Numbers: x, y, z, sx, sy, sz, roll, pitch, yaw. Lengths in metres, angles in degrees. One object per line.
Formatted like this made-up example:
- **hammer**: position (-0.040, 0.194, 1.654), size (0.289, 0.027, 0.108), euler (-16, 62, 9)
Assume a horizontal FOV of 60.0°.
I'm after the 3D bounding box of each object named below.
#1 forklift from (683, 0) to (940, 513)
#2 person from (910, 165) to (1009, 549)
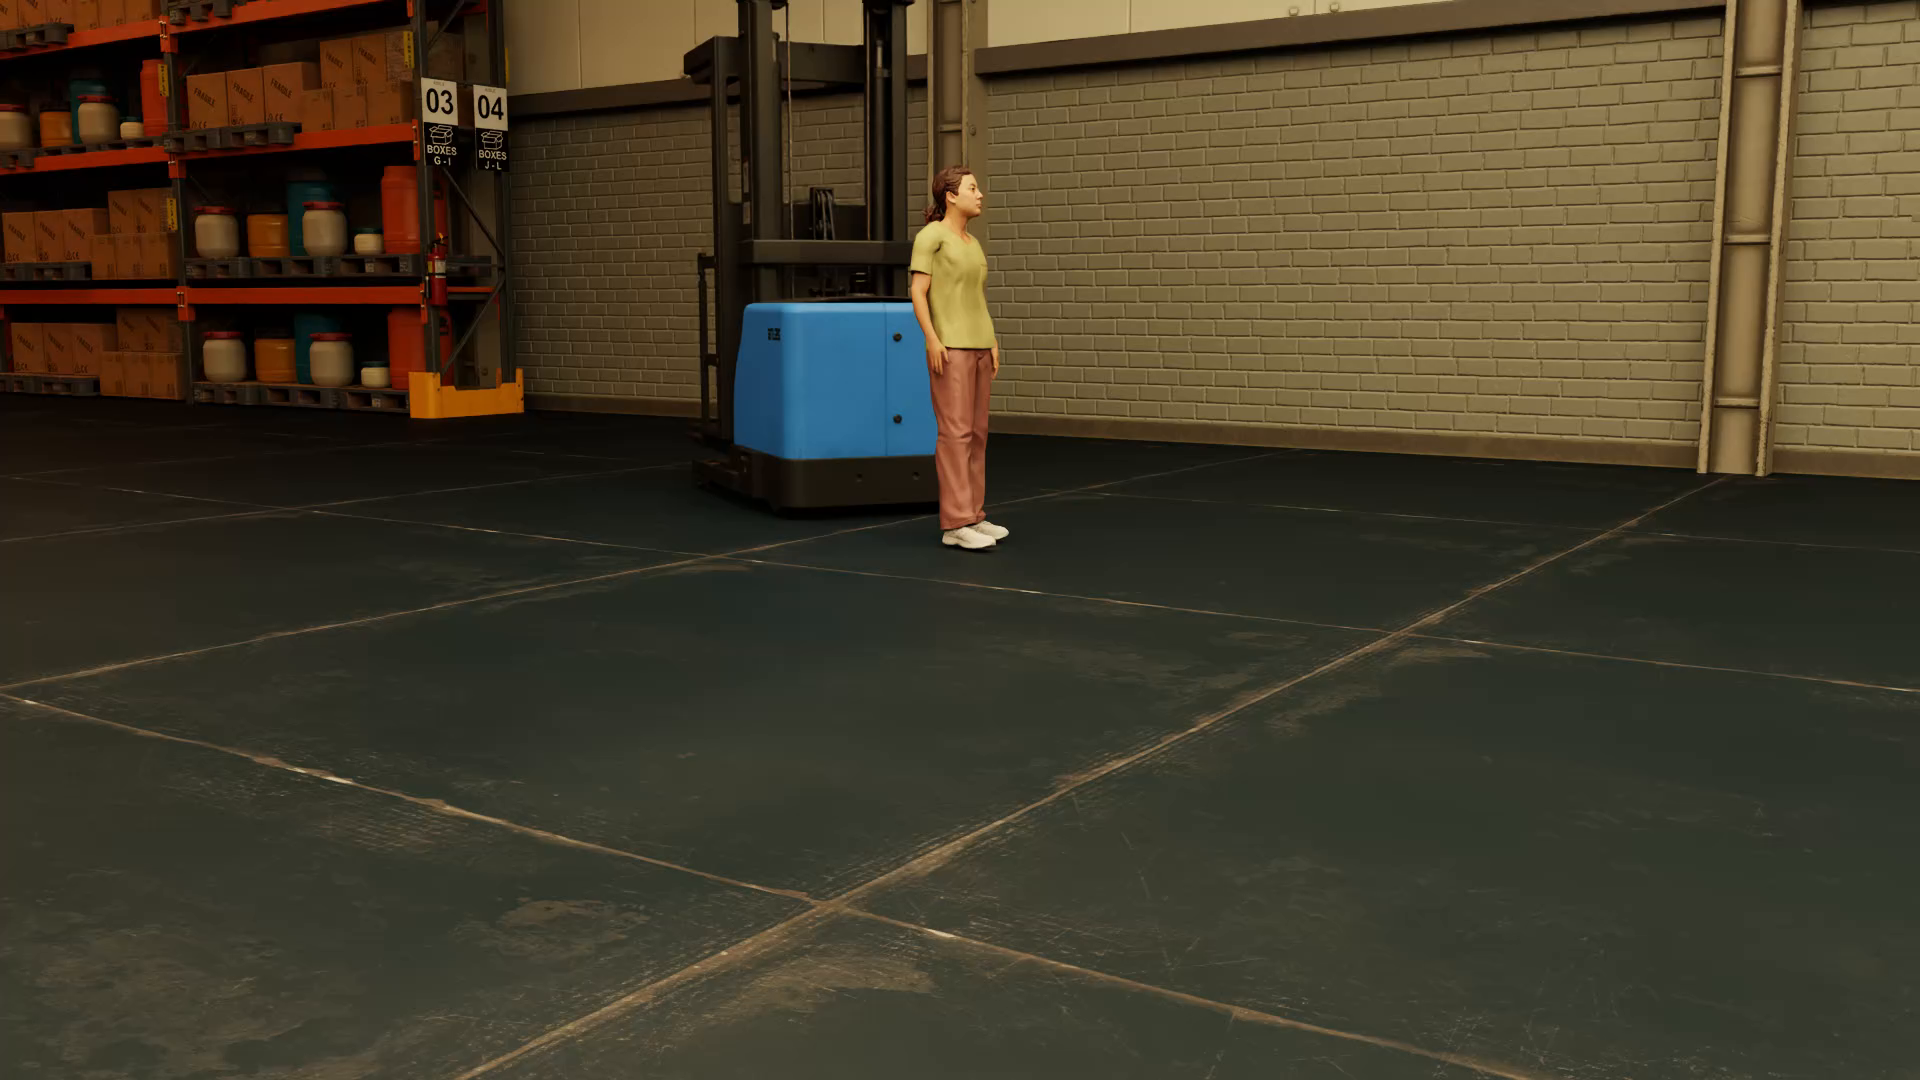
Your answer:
- **forklift**: position (-0.935, -1.757, 9.552), size (1.130, 2.935, 3.031), euler (-3, 9, -22)
- **person**: position (0.055, -0.830, 7.434), size (0.548, 1.674, 0.552), euler (5, 10, 34)
